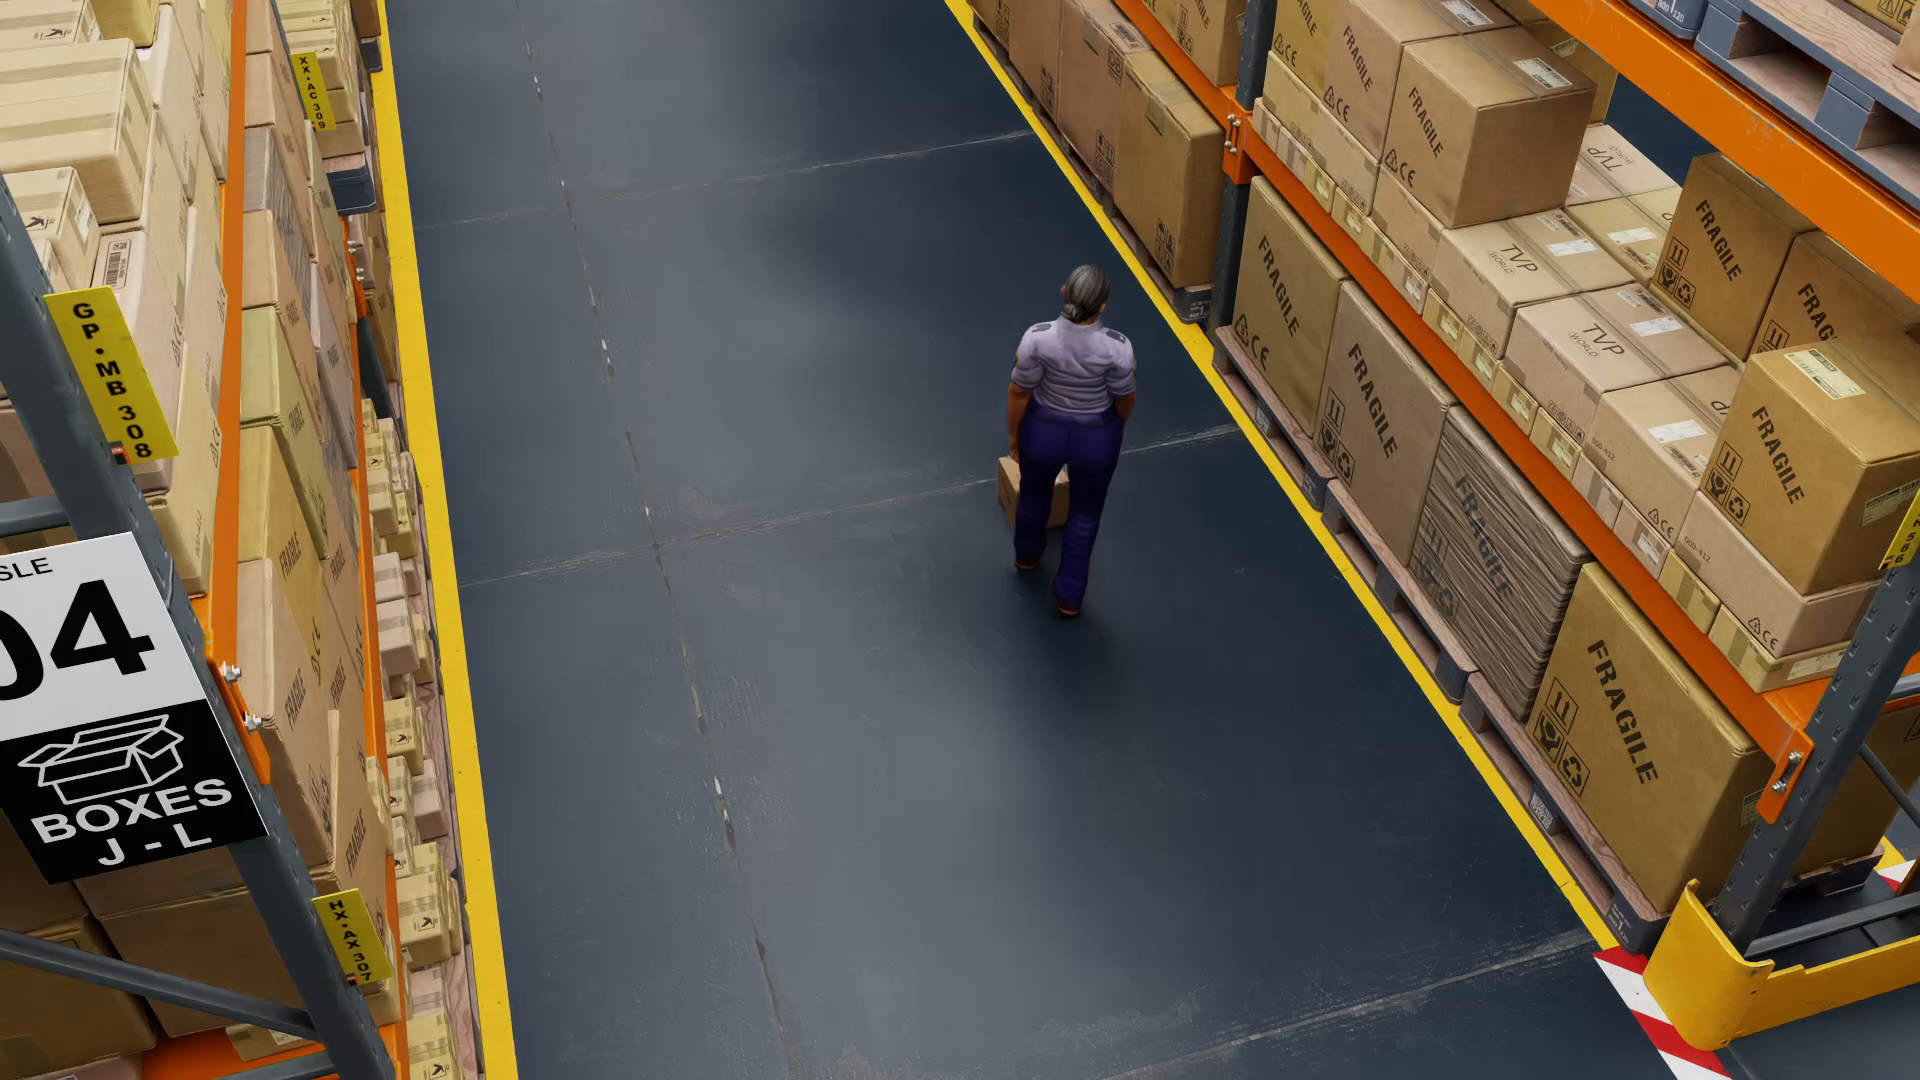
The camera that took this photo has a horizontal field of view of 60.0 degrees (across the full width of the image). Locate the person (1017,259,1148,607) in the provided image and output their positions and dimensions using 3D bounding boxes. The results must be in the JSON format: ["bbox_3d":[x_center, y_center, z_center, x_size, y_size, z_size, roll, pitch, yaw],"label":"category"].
[{"bbox_3d":[0.475,-0.408,6.606,0.505,1.653,0.437,-5,43,-6],"label":"person"}]
